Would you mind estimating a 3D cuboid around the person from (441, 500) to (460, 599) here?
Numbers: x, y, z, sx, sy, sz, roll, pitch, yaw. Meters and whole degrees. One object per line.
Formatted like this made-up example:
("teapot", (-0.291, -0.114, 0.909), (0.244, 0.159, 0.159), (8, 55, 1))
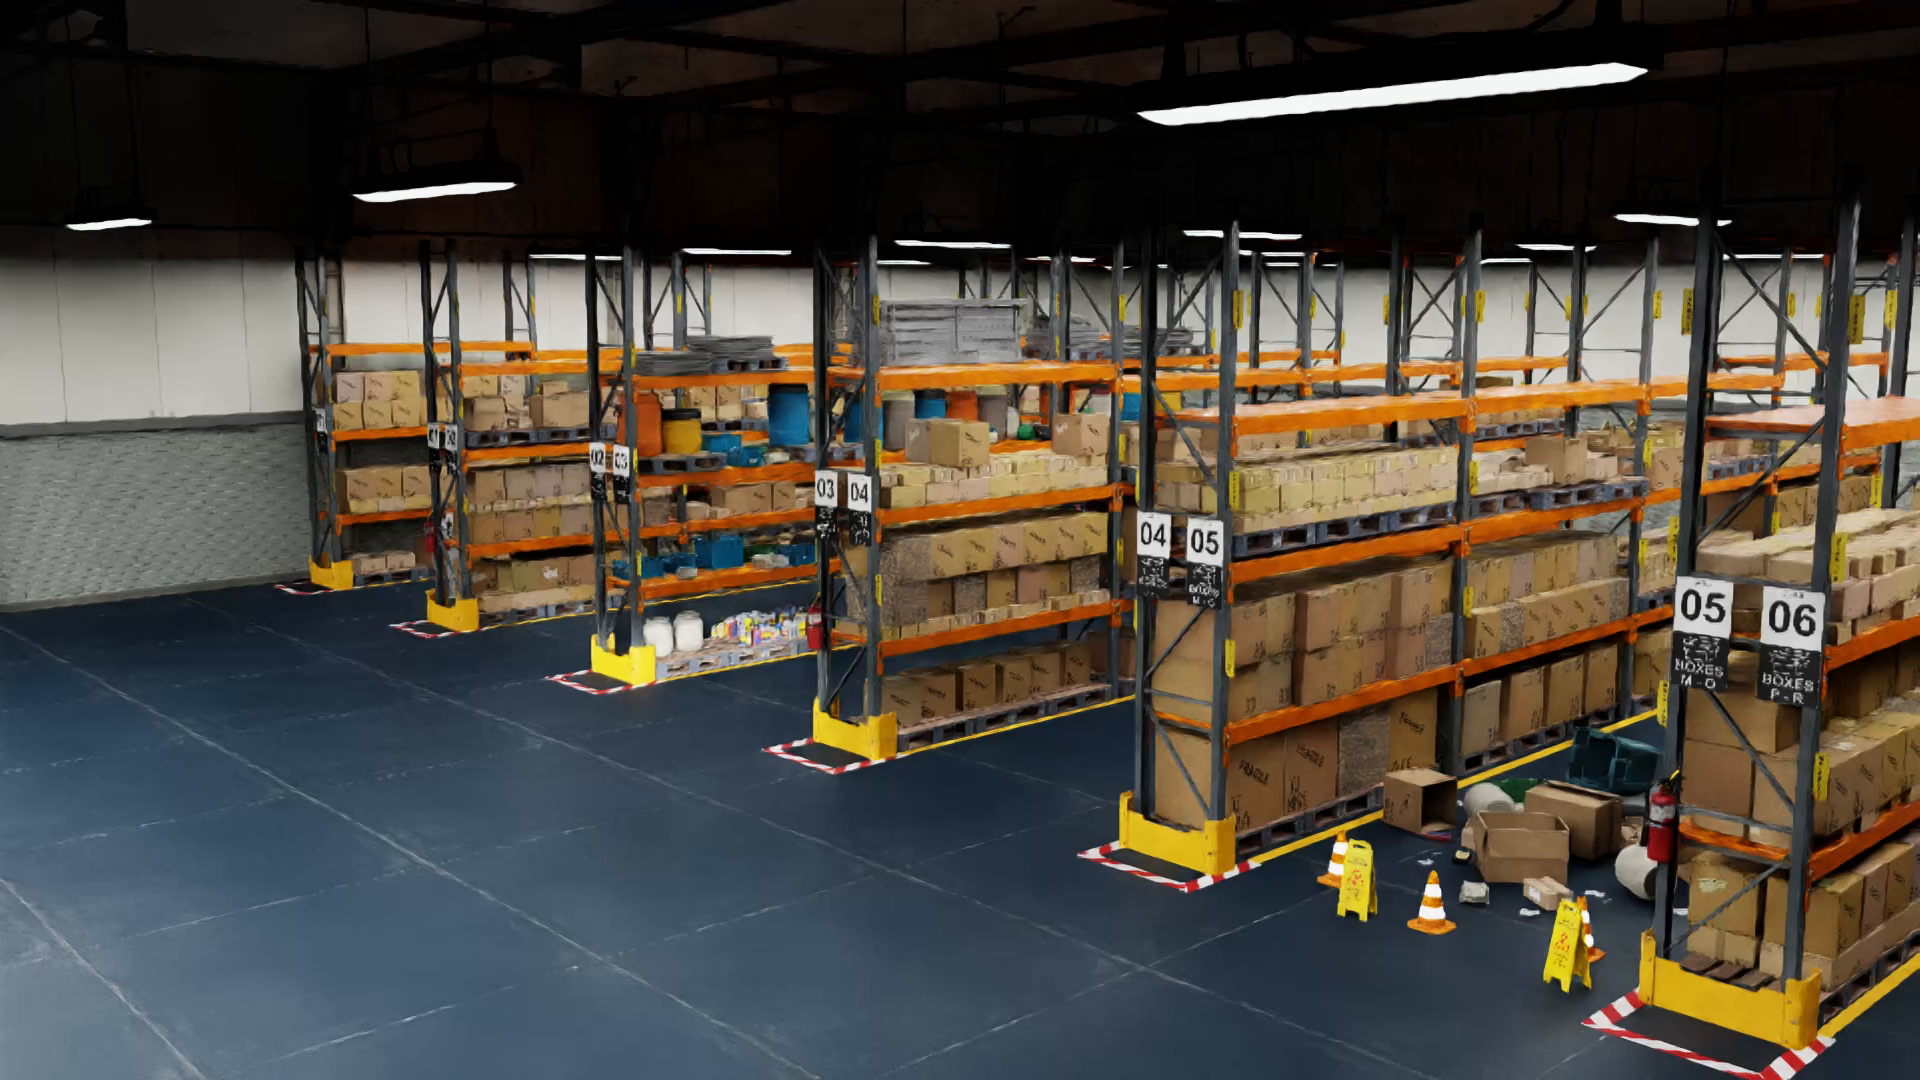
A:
("person", (-8.761, 0.133, 28.613), (0.697, 1.697, 0.827), (5, 10, 28))
